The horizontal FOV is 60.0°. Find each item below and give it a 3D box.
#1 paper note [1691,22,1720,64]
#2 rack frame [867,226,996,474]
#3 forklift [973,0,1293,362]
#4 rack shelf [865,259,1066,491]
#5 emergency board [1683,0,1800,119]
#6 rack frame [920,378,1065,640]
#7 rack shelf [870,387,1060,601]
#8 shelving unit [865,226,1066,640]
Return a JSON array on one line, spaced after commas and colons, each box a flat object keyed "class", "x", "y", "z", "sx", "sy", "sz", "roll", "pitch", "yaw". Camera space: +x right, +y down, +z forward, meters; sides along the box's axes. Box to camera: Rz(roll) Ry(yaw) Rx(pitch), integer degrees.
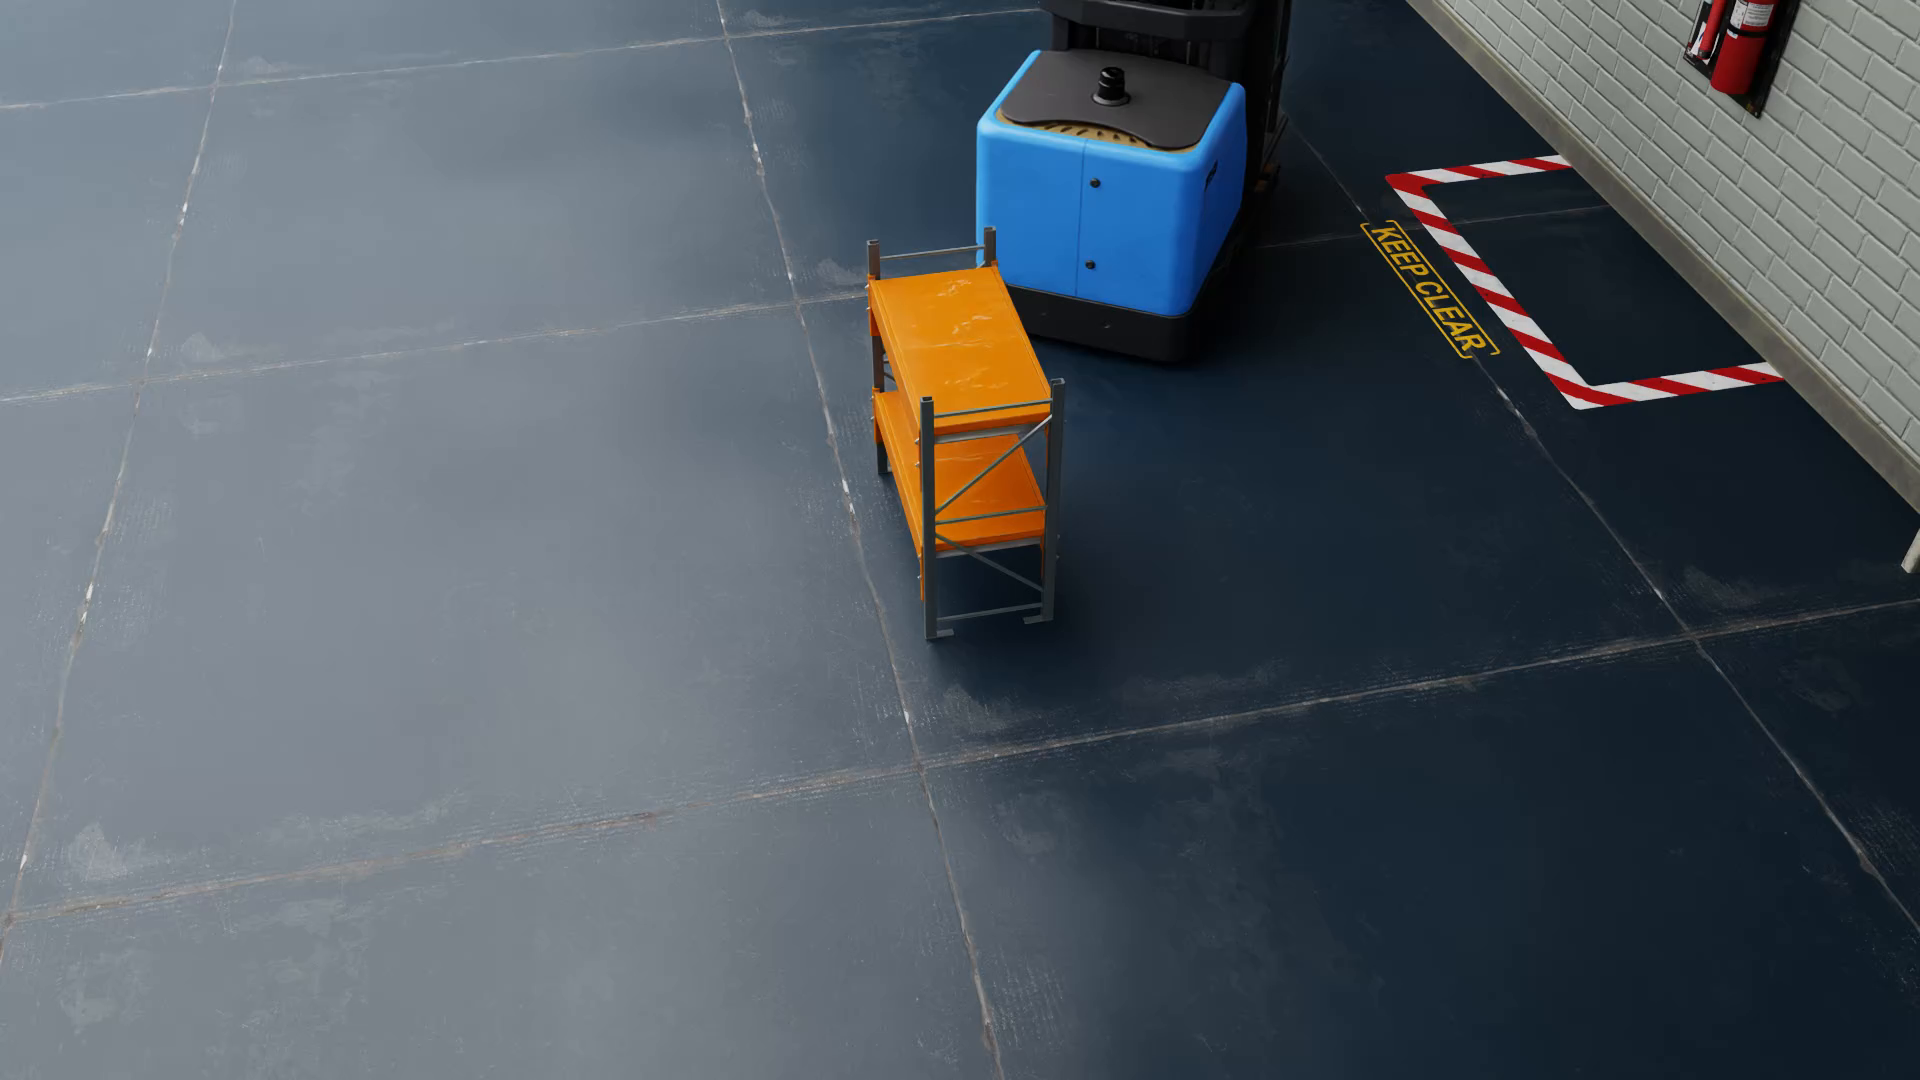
[{"class": "paper note", "x": 3.481, "y": -2.321, "z": 7.769, "sx": 0.016, "sy": 0.148, "sz": 0.142, "roll": -8, "pitch": 42, "yaw": -9}, {"class": "rack frame", "x": -0.108, "y": -0.746, "z": 6.743, "sx": 0.500, "sy": 1.125, "sz": 0.032, "roll": -8, "pitch": 42, "yaw": -9}, {"class": "forklift", "x": 1.052, "y": -2.894, "z": 7.802, "sx": 1.130, "sy": 2.935, "sz": 3.031, "roll": 14, "pitch": 43, "yaw": 15}, {"class": "rack shelf", "x": 0.001, "y": -0.635, "z": 6.177, "sx": 0.538, "sy": 0.278, "sz": 1.000, "roll": -8, "pitch": 42, "yaw": -9}, {"class": "emergency board", "x": 3.451, "y": -2.526, "z": 7.336, "sx": 0.194, "sy": 1.169, "sz": 0.643, "roll": -8, "pitch": 42, "yaw": -9}, {"class": "rack frame", "x": 0.111, "y": -0.087, "z": 6.000, "sx": 0.500, "sy": 1.125, "sz": 0.032, "roll": -8, "pitch": 42, "yaw": -9}, {"class": "rack shelf", "x": 0.001, "y": -0.233, "z": 6.534, "sx": 0.538, "sy": 0.278, "sz": 1.000, "roll": -8, "pitch": 42, "yaw": -9}, {"class": "shelving unit", "x": 0.001, "y": -0.416, "z": 6.372, "sx": 0.538, "sy": 1.125, "sz": 1.048, "roll": -8, "pitch": 42, "yaw": -9}]
